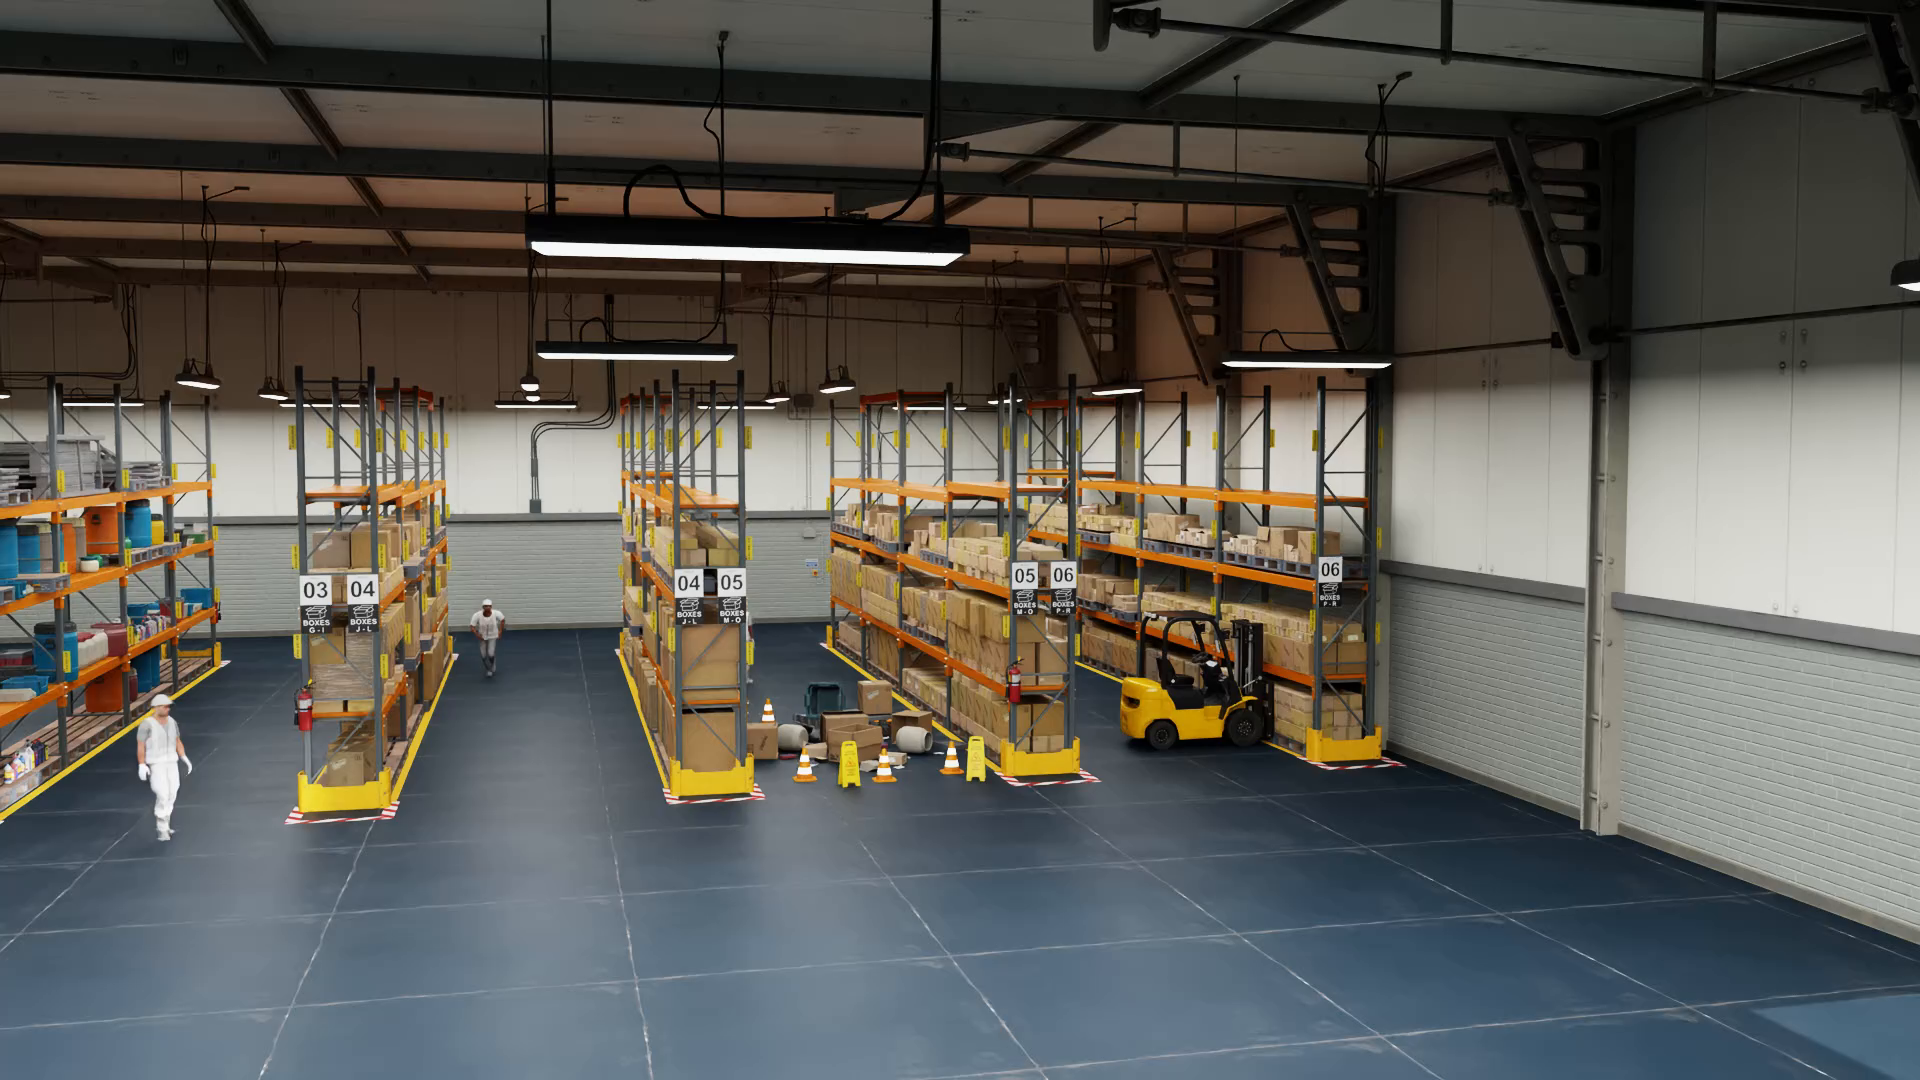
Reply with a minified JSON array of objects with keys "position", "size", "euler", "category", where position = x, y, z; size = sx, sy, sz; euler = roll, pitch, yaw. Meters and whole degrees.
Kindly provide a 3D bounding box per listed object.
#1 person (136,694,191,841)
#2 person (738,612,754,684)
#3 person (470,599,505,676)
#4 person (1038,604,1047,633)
[{"position":[-10.044,2.883,20.999],"size":[0.466,1.858,0.580],"euler":[2,4,29],"category":"person"},{"position":[-4.526,2.078,34.187],"size":[0.599,1.785,0.517],"euler":[1,3,9],"category":"person"},{"position":[-10.010,2.067,35.240],"size":[0.680,1.667,0.697],"euler":[0,3,-6],"category":"person"},{"position":[1.581,2.149,33.976],"size":[0.505,1.698,0.383],"euler":[-3,5,-44],"category":"person"}]
